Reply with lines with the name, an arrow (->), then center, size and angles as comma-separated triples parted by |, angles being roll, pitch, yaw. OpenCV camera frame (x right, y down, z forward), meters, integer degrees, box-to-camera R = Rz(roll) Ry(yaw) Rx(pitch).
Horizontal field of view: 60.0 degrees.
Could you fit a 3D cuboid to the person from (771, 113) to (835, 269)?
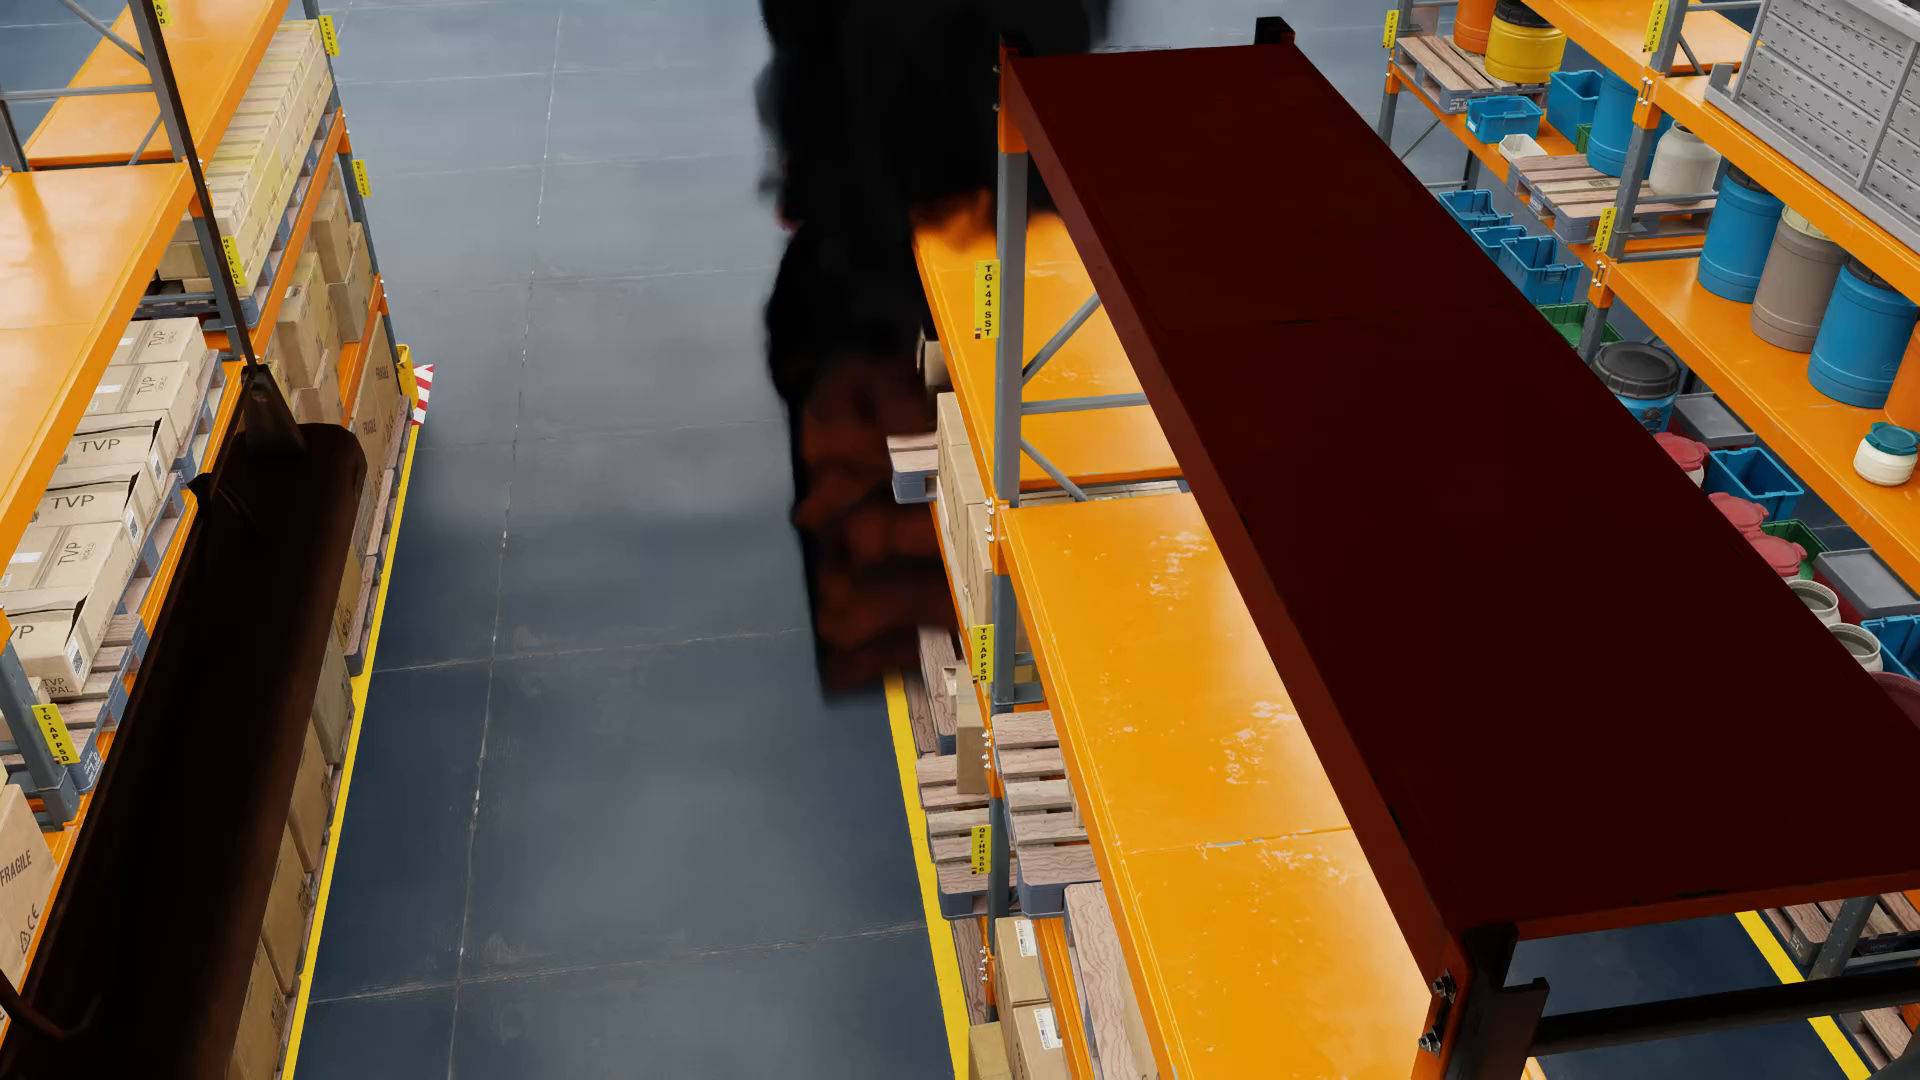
person -> -1.618, -3.521, 16.865 | 0.714, 1.625, 0.601 | 21, 41, 26
